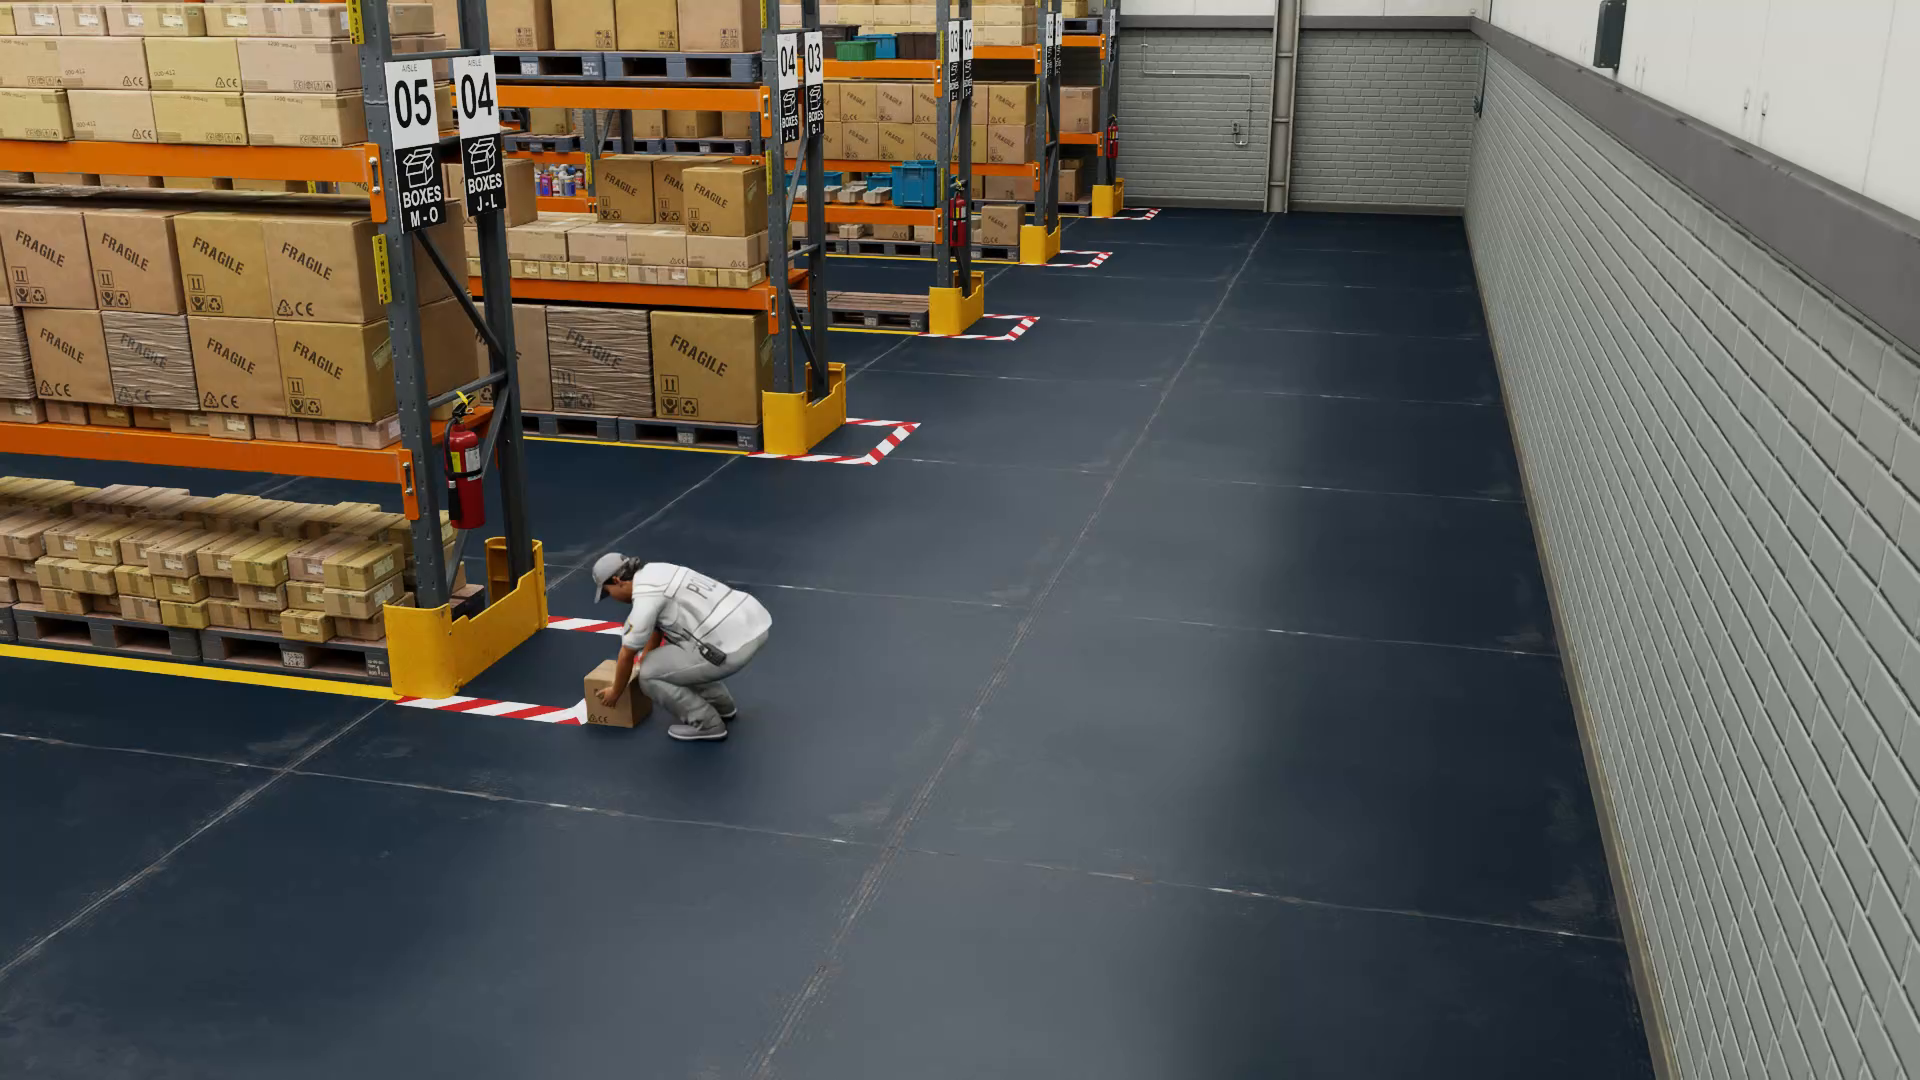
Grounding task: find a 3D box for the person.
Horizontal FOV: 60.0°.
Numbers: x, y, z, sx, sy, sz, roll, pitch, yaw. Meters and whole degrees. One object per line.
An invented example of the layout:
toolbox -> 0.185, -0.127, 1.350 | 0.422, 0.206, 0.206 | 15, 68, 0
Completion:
person -> -1.385, 0.508, 8.242 | 0.838, 0.907, 0.516 | 5, 19, 13
